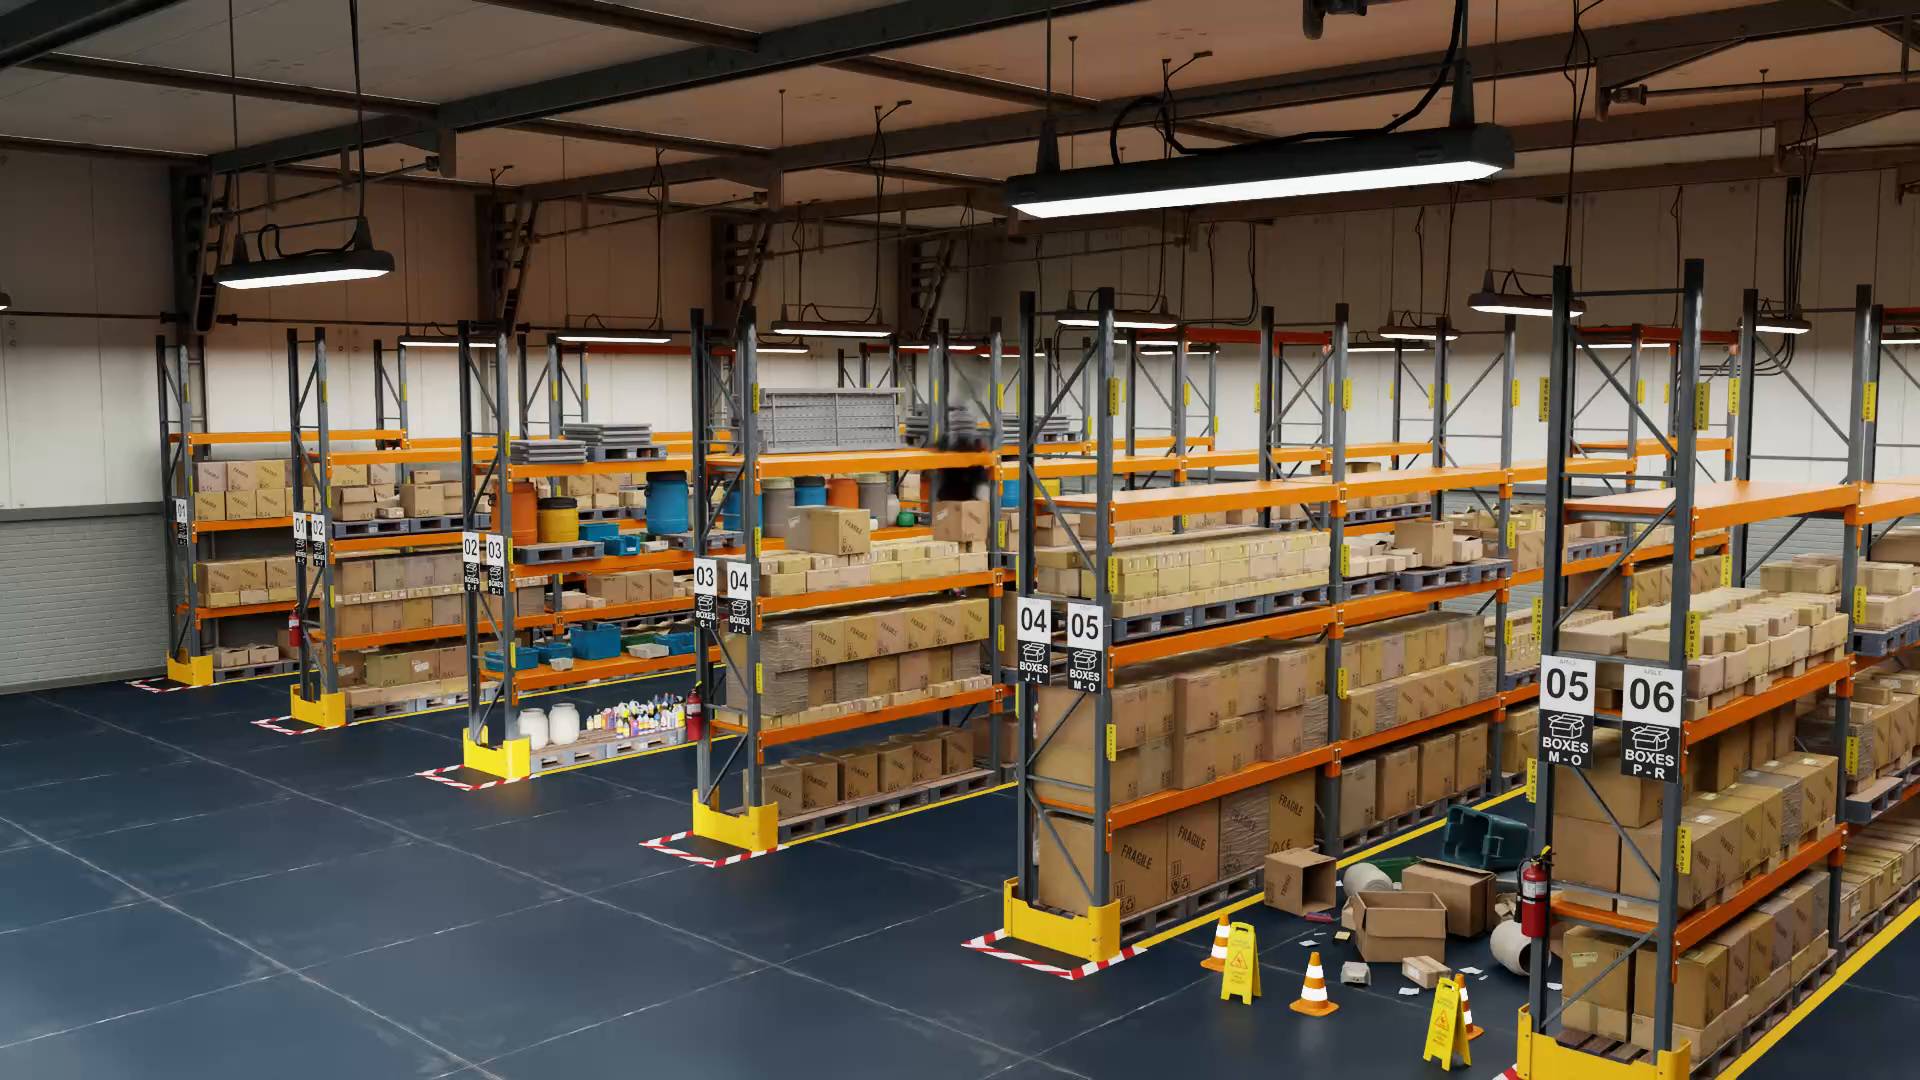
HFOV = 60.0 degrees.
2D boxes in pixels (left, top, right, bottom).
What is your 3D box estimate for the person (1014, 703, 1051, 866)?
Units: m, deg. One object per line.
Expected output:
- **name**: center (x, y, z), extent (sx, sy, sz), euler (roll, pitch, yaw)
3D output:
- **person**: center (0.896, 2.601, 17.954), extent (0.691, 1.749, 0.684), euler (3, 6, 33)
